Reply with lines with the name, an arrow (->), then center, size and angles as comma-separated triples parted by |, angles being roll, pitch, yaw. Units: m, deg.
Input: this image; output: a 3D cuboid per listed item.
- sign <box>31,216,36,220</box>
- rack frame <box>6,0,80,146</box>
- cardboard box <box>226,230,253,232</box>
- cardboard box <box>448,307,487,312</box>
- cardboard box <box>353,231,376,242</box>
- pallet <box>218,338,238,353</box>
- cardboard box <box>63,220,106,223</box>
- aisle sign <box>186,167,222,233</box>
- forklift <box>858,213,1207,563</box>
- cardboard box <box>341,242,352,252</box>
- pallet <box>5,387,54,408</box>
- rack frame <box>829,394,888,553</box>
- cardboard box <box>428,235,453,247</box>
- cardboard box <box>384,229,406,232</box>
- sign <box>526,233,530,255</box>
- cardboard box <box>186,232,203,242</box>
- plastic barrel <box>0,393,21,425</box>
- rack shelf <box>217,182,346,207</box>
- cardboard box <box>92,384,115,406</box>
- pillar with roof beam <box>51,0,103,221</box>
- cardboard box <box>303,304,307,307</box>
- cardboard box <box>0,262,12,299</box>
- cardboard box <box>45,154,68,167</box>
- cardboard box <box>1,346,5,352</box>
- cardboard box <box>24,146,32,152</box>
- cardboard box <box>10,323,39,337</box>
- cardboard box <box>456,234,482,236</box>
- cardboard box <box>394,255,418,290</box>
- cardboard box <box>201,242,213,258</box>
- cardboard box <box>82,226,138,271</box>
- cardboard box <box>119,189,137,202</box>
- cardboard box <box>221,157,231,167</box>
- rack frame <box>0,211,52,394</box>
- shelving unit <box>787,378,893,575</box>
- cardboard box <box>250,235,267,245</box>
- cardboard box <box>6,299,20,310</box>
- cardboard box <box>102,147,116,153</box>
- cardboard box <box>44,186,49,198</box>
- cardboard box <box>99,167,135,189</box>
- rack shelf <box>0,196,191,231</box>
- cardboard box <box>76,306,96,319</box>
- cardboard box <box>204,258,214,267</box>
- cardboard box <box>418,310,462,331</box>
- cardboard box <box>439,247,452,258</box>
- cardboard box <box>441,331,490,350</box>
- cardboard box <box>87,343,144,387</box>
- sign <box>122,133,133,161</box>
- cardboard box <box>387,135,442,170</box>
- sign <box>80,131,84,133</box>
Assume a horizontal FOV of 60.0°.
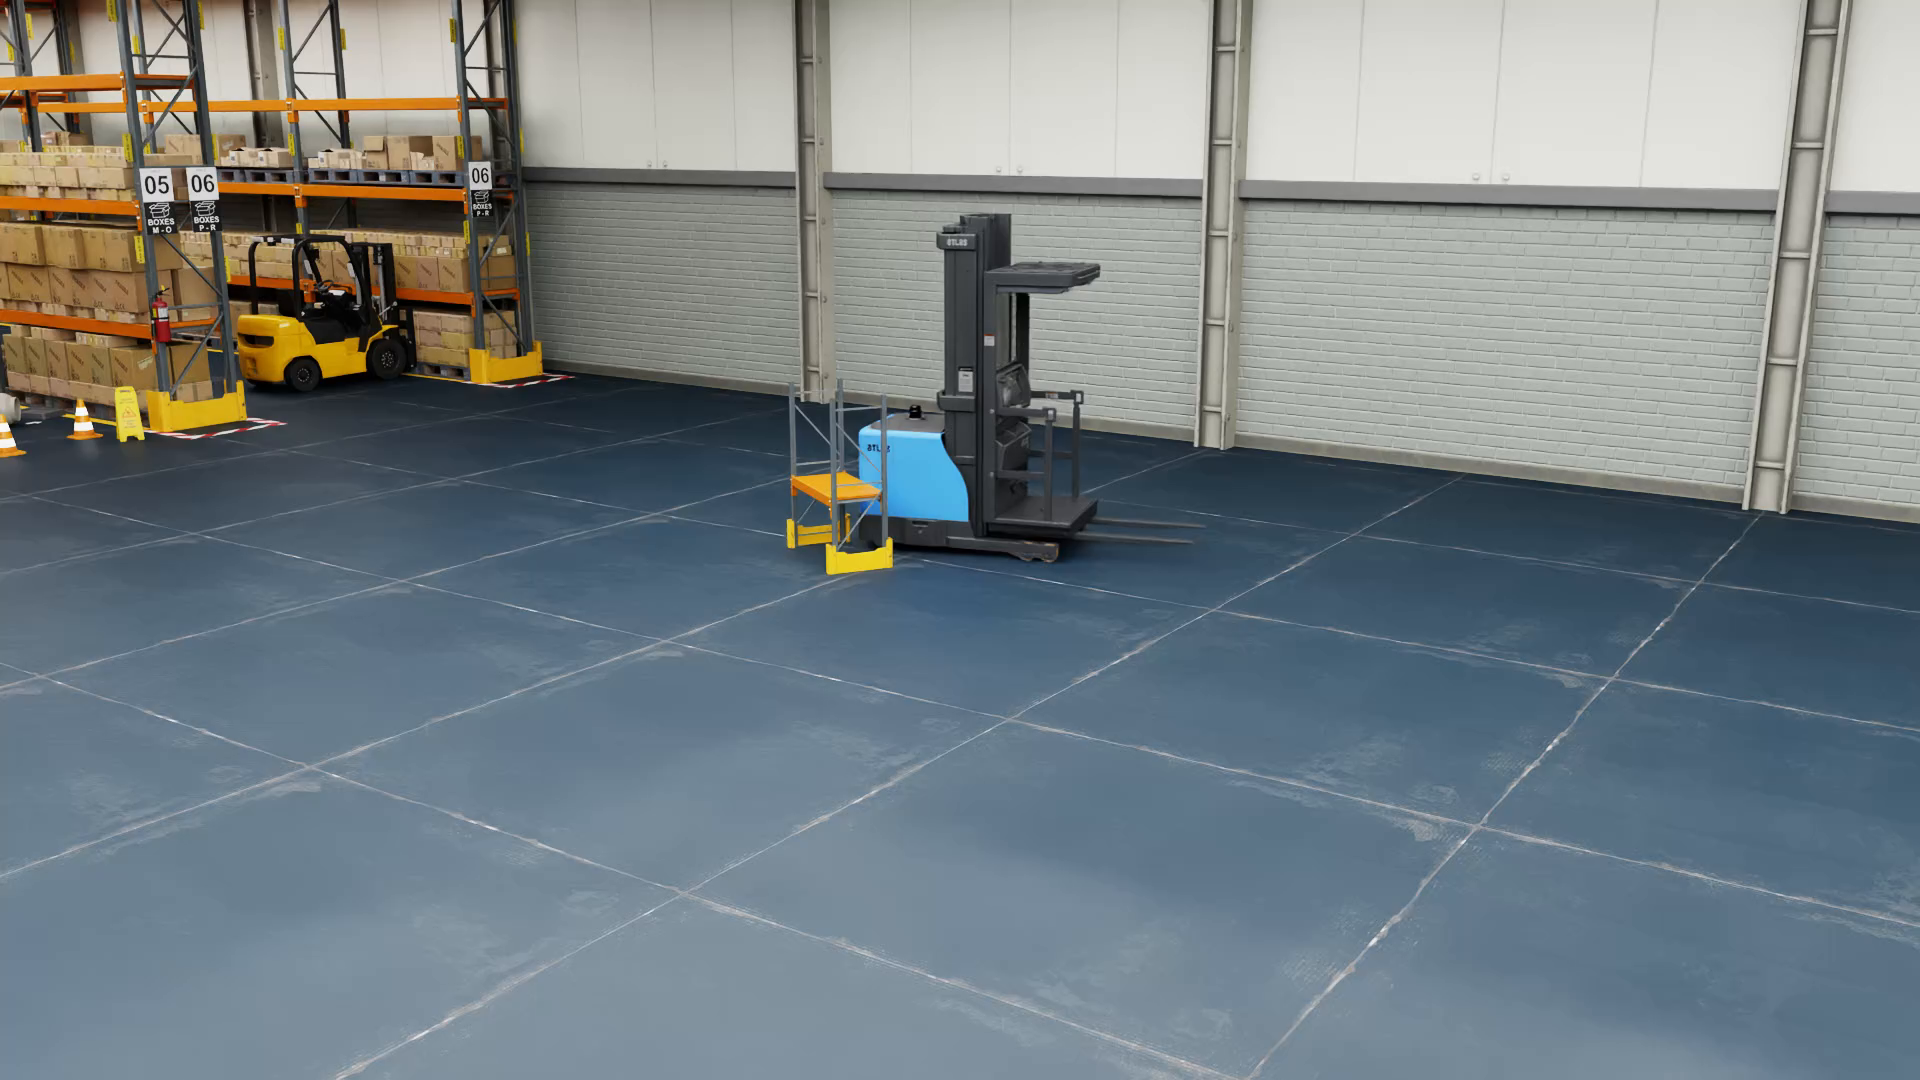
sign -> -17.114, -5.827, 30.745 | 0.005, 0.325, 0.100 | 9, 17, 33
rack frame -> -16.817, -8.428, 30.569 | 0.127, 3.000, 1.000 | 9, 17, 33
cardboard box -> -12.412, -5.261, 28.702 | 0.250, 0.149, 0.380 | 9, 16, 32
cardboard box -> -7.570, -3.430, 25.630 | 0.500, 0.250, 0.500 | 9, 17, 33
cardboard box -> -9.209, -4.715, 25.878 | 0.250, 0.149, 0.380 | 9, 16, 32
pallet -> -11.829, -3.344, 28.319 | 1.213, 0.211, 1.003 | 9, 17, 33
cardboard box -> -16.111, -5.589, 30.505 | 0.500, 0.500, 0.700 | 9, 17, 33
aisle sign -> -9.403, -4.232, 20.693 | 0.004, 0.787, 0.394 | 9, 17, 33
forklift -> 0.659, -1.367, 14.673 | 3.031, 2.935, 1.130 | 4, 15, 17
cardboard box -> -9.451, -4.600, 26.030 | 0.250, 0.149, 0.380 | 10, 17, 34
pallet -> -12.369, -2.016, 22.956 | 1.213, 0.211, 1.003 | 9, 17, 33
rack frame -> -0.849, -0.468, 14.021 | 0.500, 1.500, 0.032 | -6, 15, -24
cardboard box -> -7.729, -4.477, 24.916 | 0.250, 0.149, 0.380 | 10, 17, 34
cardboard box -> -8.887, -4.834, 26.357 | 0.250, 0.149, 0.380 | 9, 16, 32
sign -> -6.545, -4.475, 25.119 | 0.005, 0.325, 0.100 | 9, 17, 33
cardboard box -> -12.948, -5.177, 28.361 | 0.250, 0.149, 0.380 | 10, 17, 34
plastic barrel -> -12.186, -1.641, 20.998 | 0.512, 0.421, 0.421 | -4, 14, -16
rack shelf -> -11.839, -5.818, 27.766 | 4.000, 0.370, 1.077 | 9, 17, 33
cardboard box -> -10.873, -1.911, 21.577 | 0.500, 0.250, 0.500 | 9, 17, 33
pillar with roof beam -> -19.295, -7.843, 28.205 | 0.548, 9.000, 9.100 | 9, 17, 33
cardboard box -> -10.618, -3.562, 27.465 | 0.625, 0.625, 0.875 | 10, 17, 35
cardboard box -> -12.737, -3.531, 22.445 | 0.500, 0.500, 0.500 | 9, 17, 33
cardboard box -> -11.364, -4.823, 21.112 | 0.250, 0.149, 0.380 | 10, 17, 34
cardboard box -> -13.981, -2.547, 23.890 | 0.625, 0.372, 0.950 | 10, 17, 36
cardboard box -> -16.814, -7.119, 30.347 | 0.250, 0.149, 0.380 | 10, 17, 34
cardboard box -> -12.537, -2.839, 22.415 | 0.250, 0.149, 0.380 | 9, 17, 34
cardboard box -> -7.445, -4.576, 25.318 | 0.250, 0.149, 0.380 | 10, 17, 34
cardboard box -> -8.266, -4.109, 25.398 | 0.500, 0.500, 0.500 | 9, 16, 32
cardboard box -> -12.427, -4.900, 28.074 | 0.500, 0.250, 0.500 | 9, 16, 31
cardboard box -> -10.589, -3.689, 21.002 | 0.500, 0.500, 0.700 | 9, 17, 33
cardboard box -> -10.079, -4.243, 20.427 | 0.250, 0.149, 0.380 | 9, 17, 33
cardboard box -> -11.901, -6.220, 27.332 | 0.250, 0.149, 0.380 | 9, 16, 32
rack frame -> -12.946, -3.453, 22.956 | 0.127, 3.000, 1.000 | 9, 17, 33
shelving unit -> -1.067, -0.581, 14.477 | 0.587, 1.500, 1.083 | -6, 15, -24
cardboard box -> -11.459, -4.939, 27.401 | 0.250, 0.149, 0.380 | 9, 16, 31
cardboard box -> -12.625, -3.201, 22.462 | 0.250, 0.149, 0.380 | 10, 17, 34
cardboard box -> -14.815, -6.828, 29.213 | 0.250, 0.149, 0.380 | 9, 16, 32
cardboard box -> -11.543, -4.489, 21.422 | 0.250, 0.149, 0.380 | 9, 17, 33
cardboard box -> -10.202, -4.459, 20.471 | 0.500, 0.250, 0.500 | 9, 16, 32
rack shelf -> -11.287, -4.292, 21.599 | 4.000, 0.370, 1.077 | 9, 17, 33
cardboard box -> -11.157, -2.960, 21.486 | 0.250, 0.149, 0.380 | 9, 17, 32
cardboard box -> -12.420, -4.662, 28.154 | 0.500, 0.250, 0.500 | 9, 16, 31
cardboard box -> -7.843, -3.328, 25.219 | 0.500, 0.250, 0.500 | 10, 17, 34
cardboard box -> -7.533, -4.289, 24.776 | 0.250, 0.149, 0.380 | 9, 17, 34
cardboard box -> -7.438, -3.021, 25.021 | 0.500, 0.250, 0.500 | 9, 16, 32
cardboard box -> -10.872, -2.274, 21.483 | 0.500, 0.500, 0.500 | 10, 17, 35
sign -> -9.954, -4.694, 19.886 | 0.005, 0.325, 0.100 | 9, 17, 33
cardboard box -> -8.157, -5.832, 25.033 | 0.500, 0.500, 0.700 | 9, 17, 33
sign -> -16.511, -7.525, 31.269 | 0.005, 0.325, 0.100 | 9, 17, 33
